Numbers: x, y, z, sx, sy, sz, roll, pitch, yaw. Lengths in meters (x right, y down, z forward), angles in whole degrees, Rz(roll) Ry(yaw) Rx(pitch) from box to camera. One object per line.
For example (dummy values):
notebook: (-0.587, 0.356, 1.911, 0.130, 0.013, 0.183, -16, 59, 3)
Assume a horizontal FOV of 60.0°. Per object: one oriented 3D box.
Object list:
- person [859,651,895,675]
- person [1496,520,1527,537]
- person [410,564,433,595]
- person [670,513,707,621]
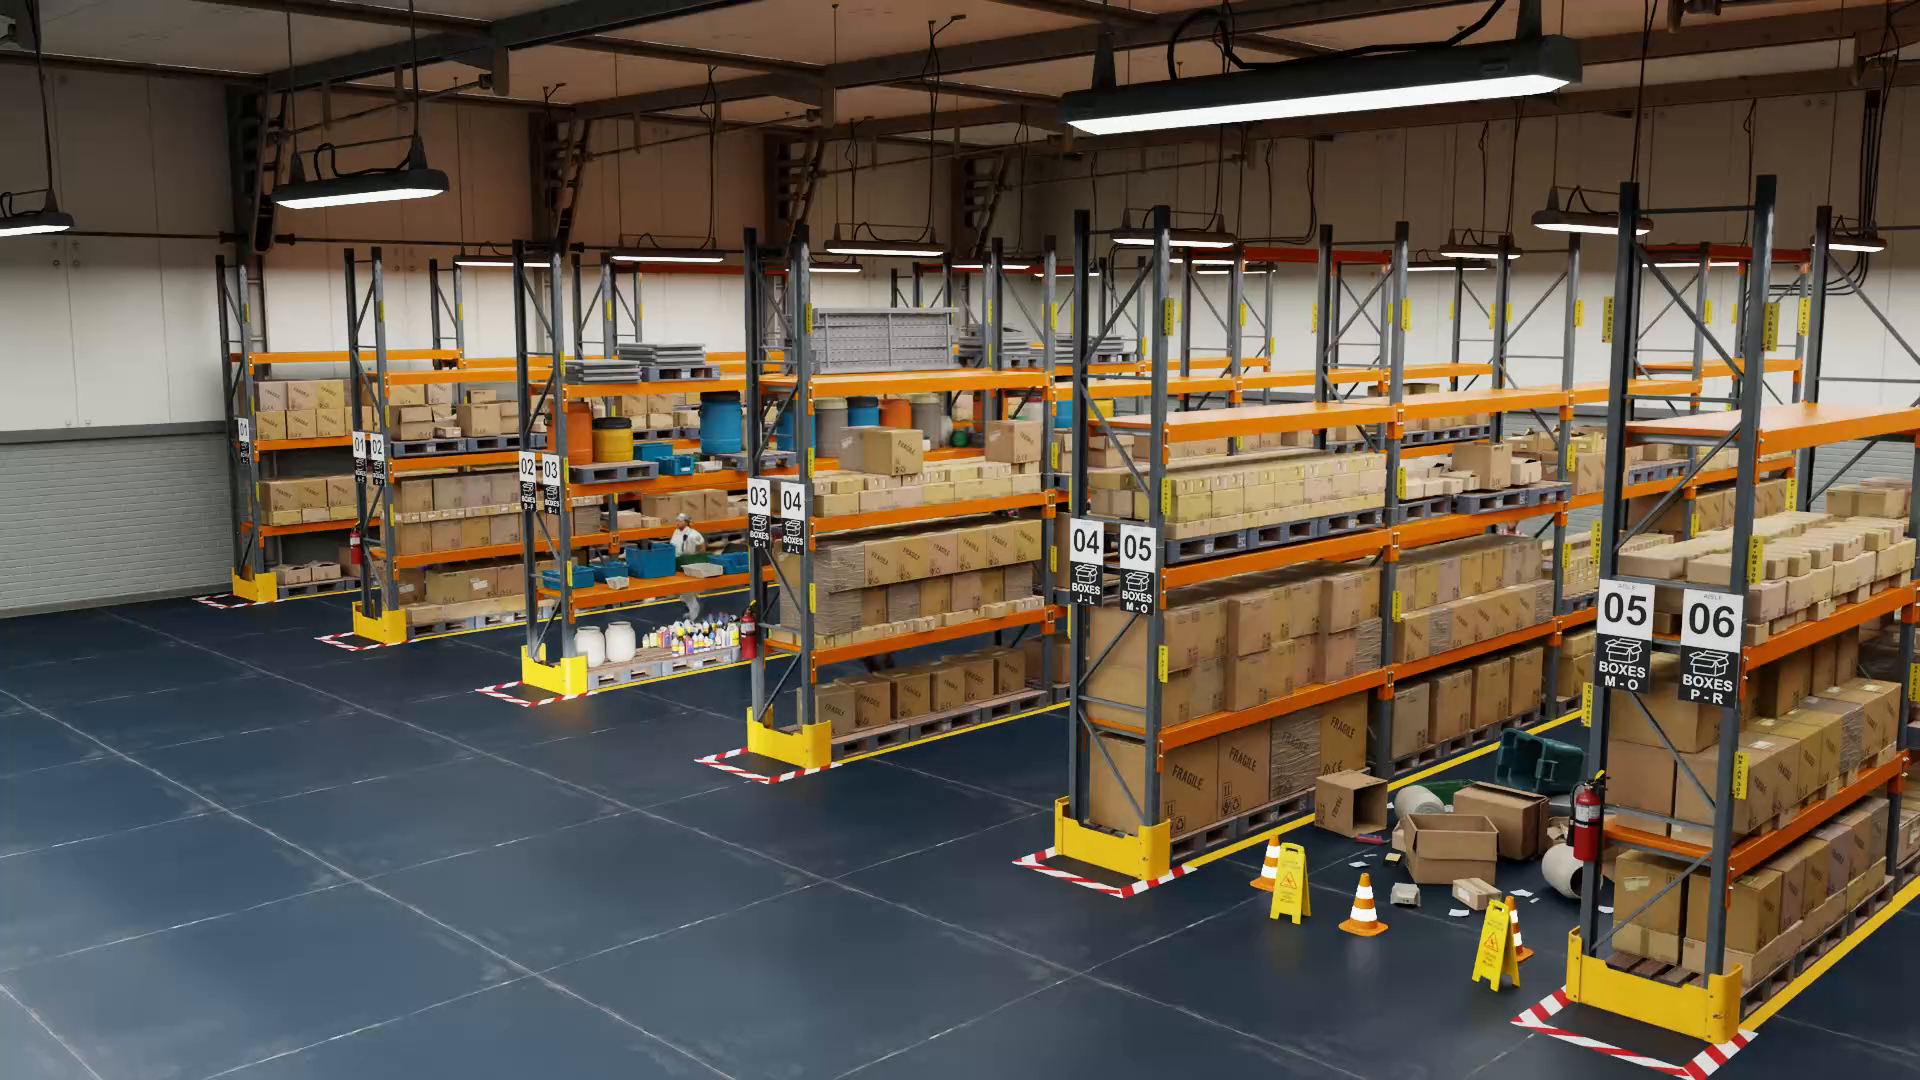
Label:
person: (-1.077, 1.185, 22.048, 0.644, 1.698, 0.640, 6, 10, 36)
person: (9.033, 0.435, 27.372, 0.645, 1.750, 0.561, 5, 9, 31)
person: (-9.089, 0.423, 27.908, 0.598, 1.601, 0.536, 5, 9, 31)
person: (-4.316, 0.423, 25.894, 0.603, 1.692, 0.574, 8, 11, 43)
